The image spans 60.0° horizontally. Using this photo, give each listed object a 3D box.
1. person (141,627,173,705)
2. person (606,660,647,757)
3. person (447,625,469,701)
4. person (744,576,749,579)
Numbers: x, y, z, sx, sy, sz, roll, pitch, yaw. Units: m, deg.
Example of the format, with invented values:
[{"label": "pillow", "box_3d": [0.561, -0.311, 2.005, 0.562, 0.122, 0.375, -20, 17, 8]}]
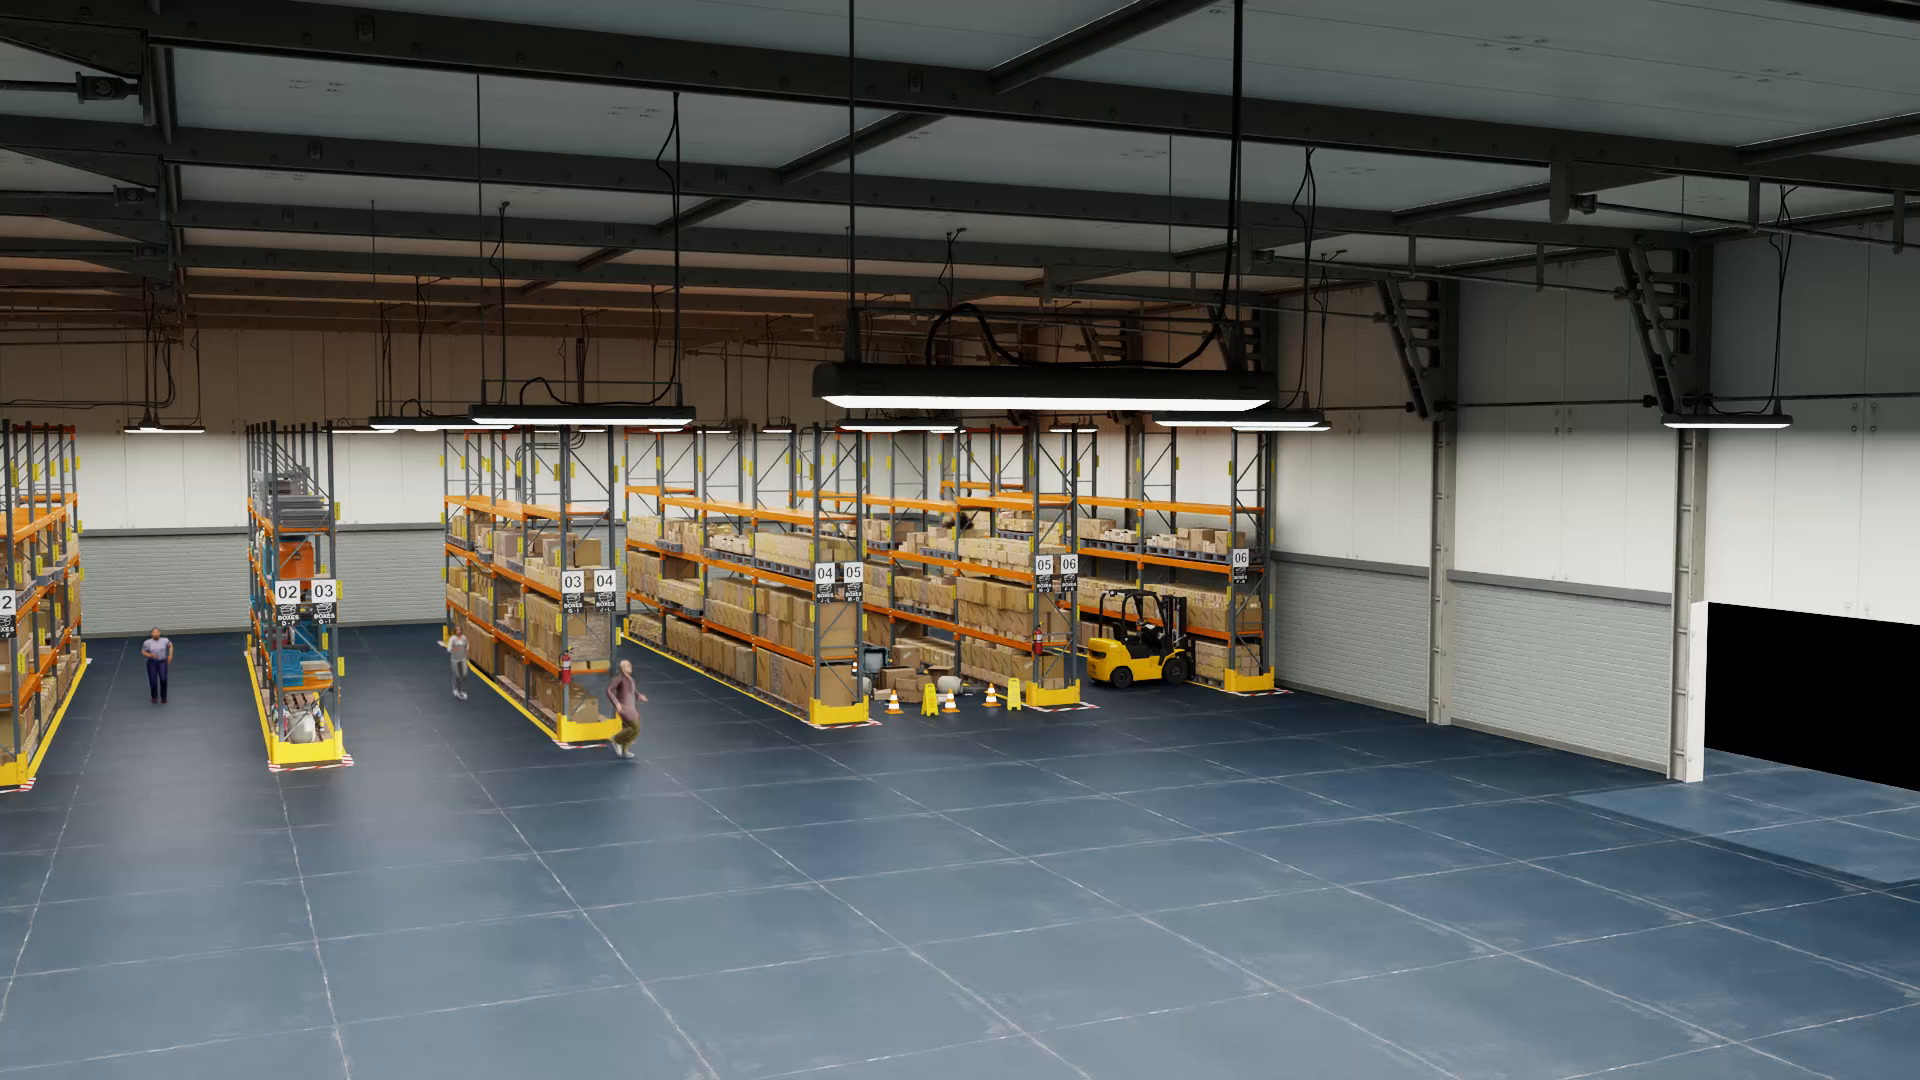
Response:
[{"label": "person", "box_3d": [-17.098, 2.712, 35.438, 0.613, 1.692, 0.711, -2, 4, -28]}, {"label": "person", "box_3d": [-5.880, 3.006, 29.578, 0.626, 1.737, 0.707, 1, 4, 14]}, {"label": "person", "box_3d": [-10.887, 2.659, 36.146, 0.516, 1.636, 0.685, -2, 4, -29]}, {"label": "person", "box_3d": [-5.986, 1.922, 46.480, 0.658, 1.828, 0.828, -3, 4, -37]}]
